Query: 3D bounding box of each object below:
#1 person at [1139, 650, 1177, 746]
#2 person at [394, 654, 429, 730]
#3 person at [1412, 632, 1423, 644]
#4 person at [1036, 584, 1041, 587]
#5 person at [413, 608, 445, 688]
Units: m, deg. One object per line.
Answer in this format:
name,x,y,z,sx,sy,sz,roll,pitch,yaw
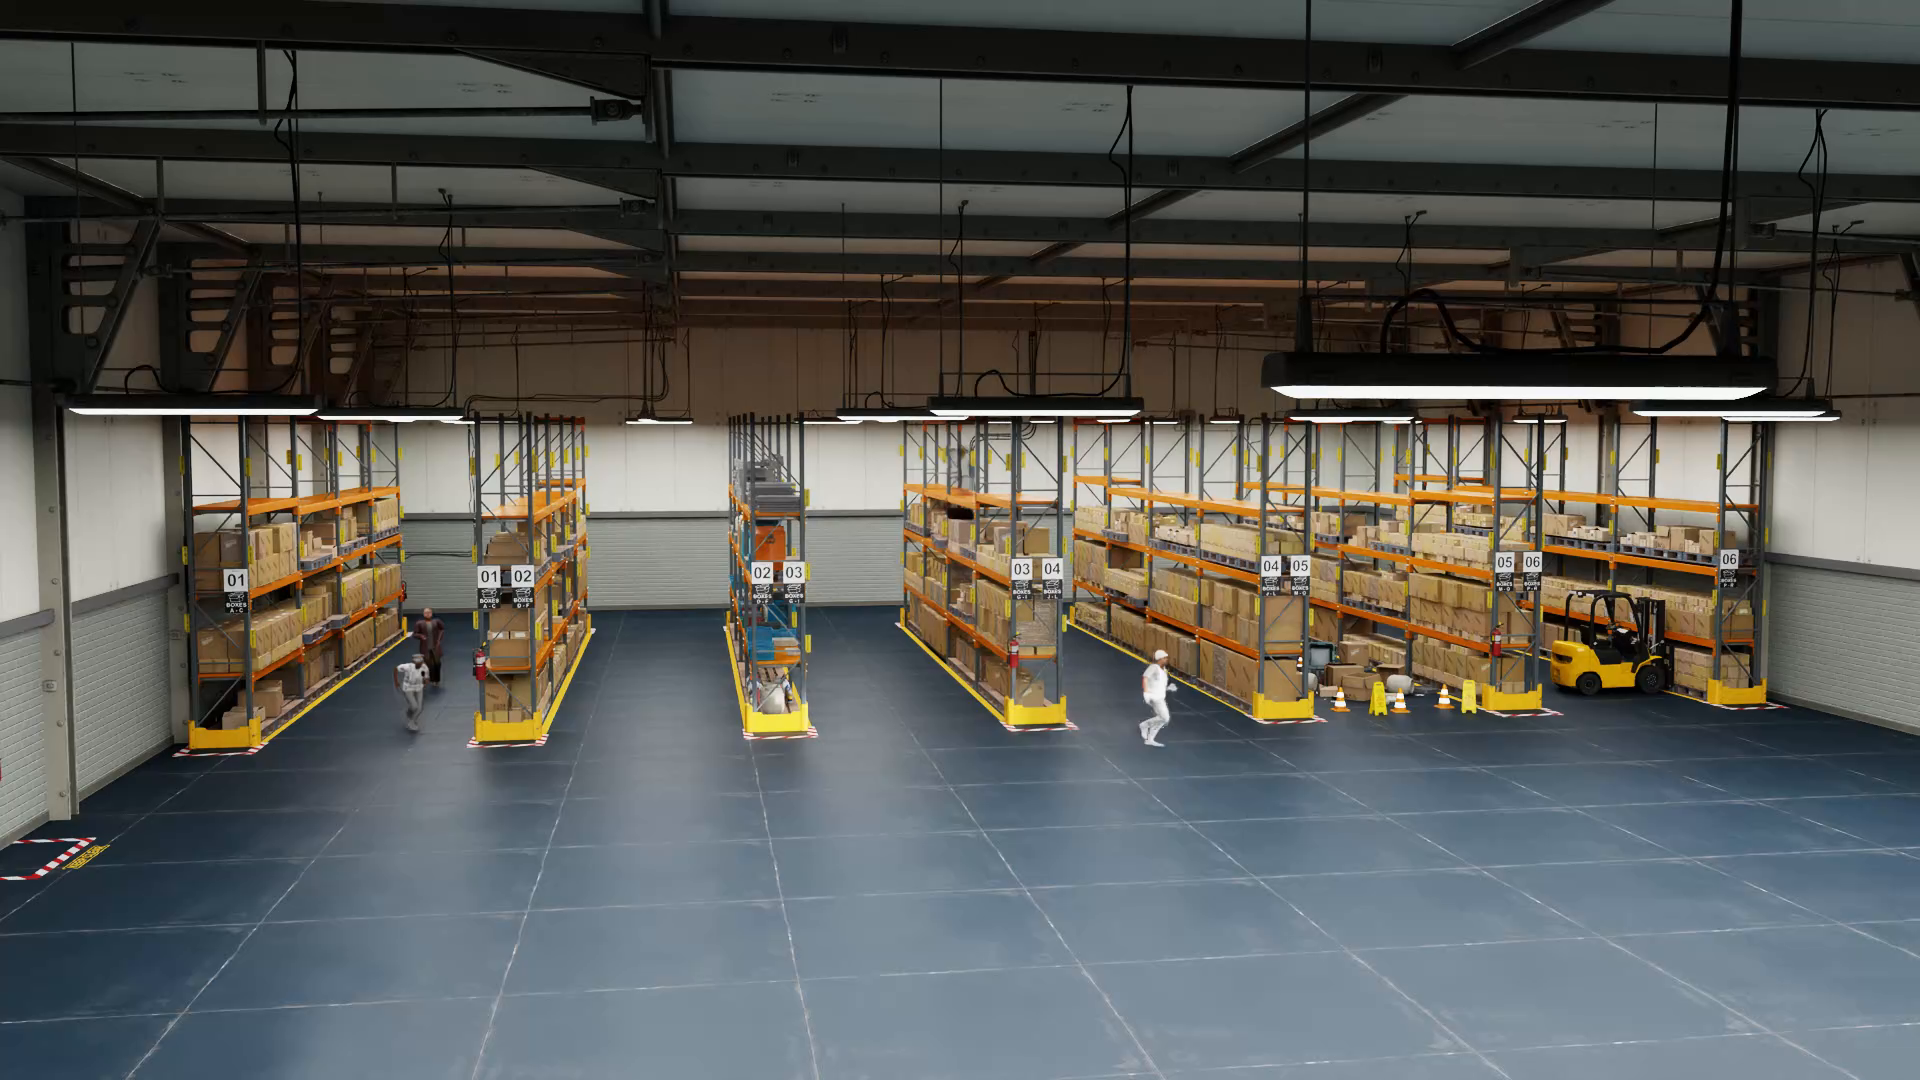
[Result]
person,3.549,2.836,29.786,0.637,1.729,0.678,2,4,23
person,-10.274,2.859,31.179,0.602,1.492,0.849,-3,5,-37
person,11.550,2.034,42.122,0.671,1.721,0.798,-1,4,-15
person,2.167,1.604,47.908,0.705,1.750,0.687,1,4,12
person,-11.595,2.439,36.385,0.696,1.733,0.684,-2,4,-23
